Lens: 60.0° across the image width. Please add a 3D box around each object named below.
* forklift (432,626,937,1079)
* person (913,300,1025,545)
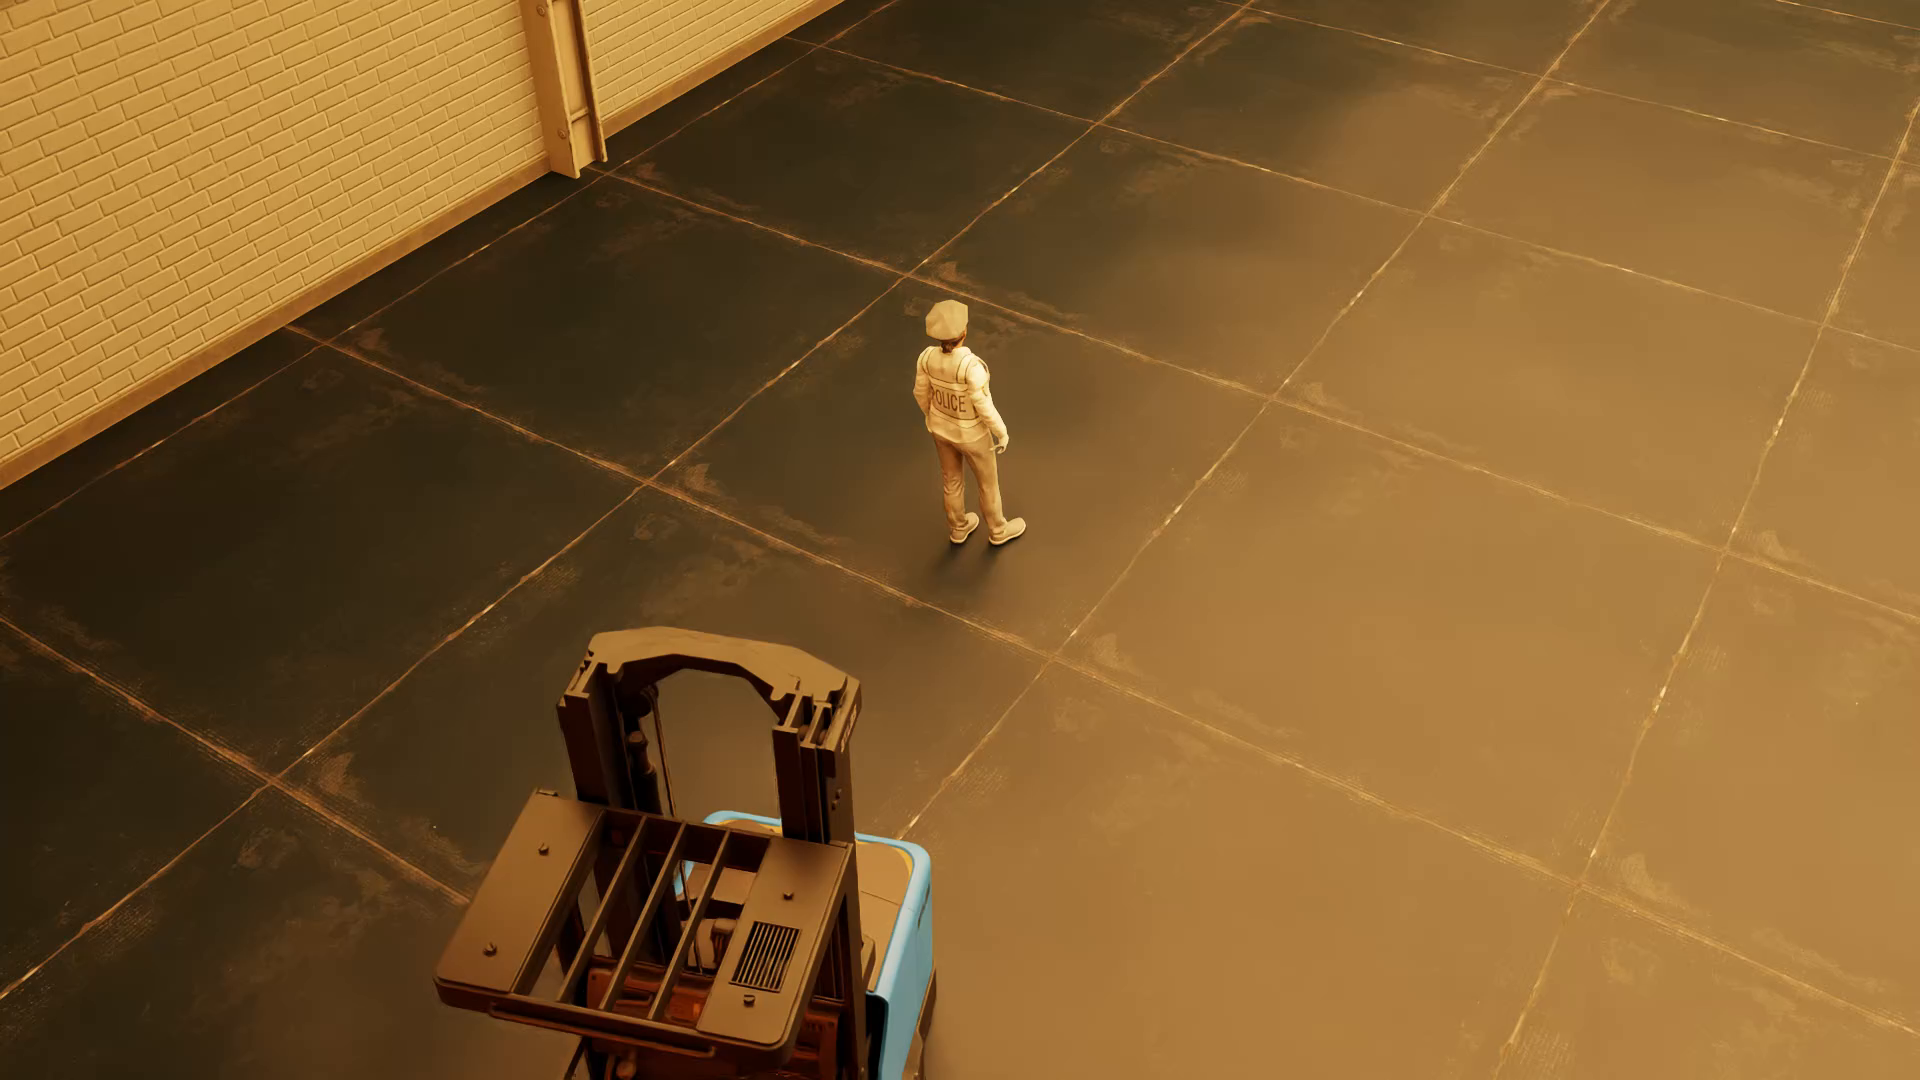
[{"bbox_3d":[-0.930,1.858,5.774,1.130,2.935,3.031,8,41,10],"label":"forklift"},{"bbox_3d":[0.043,-0.687,9.723,0.586,1.694,0.530,22,45,24],"label":"person"}]
